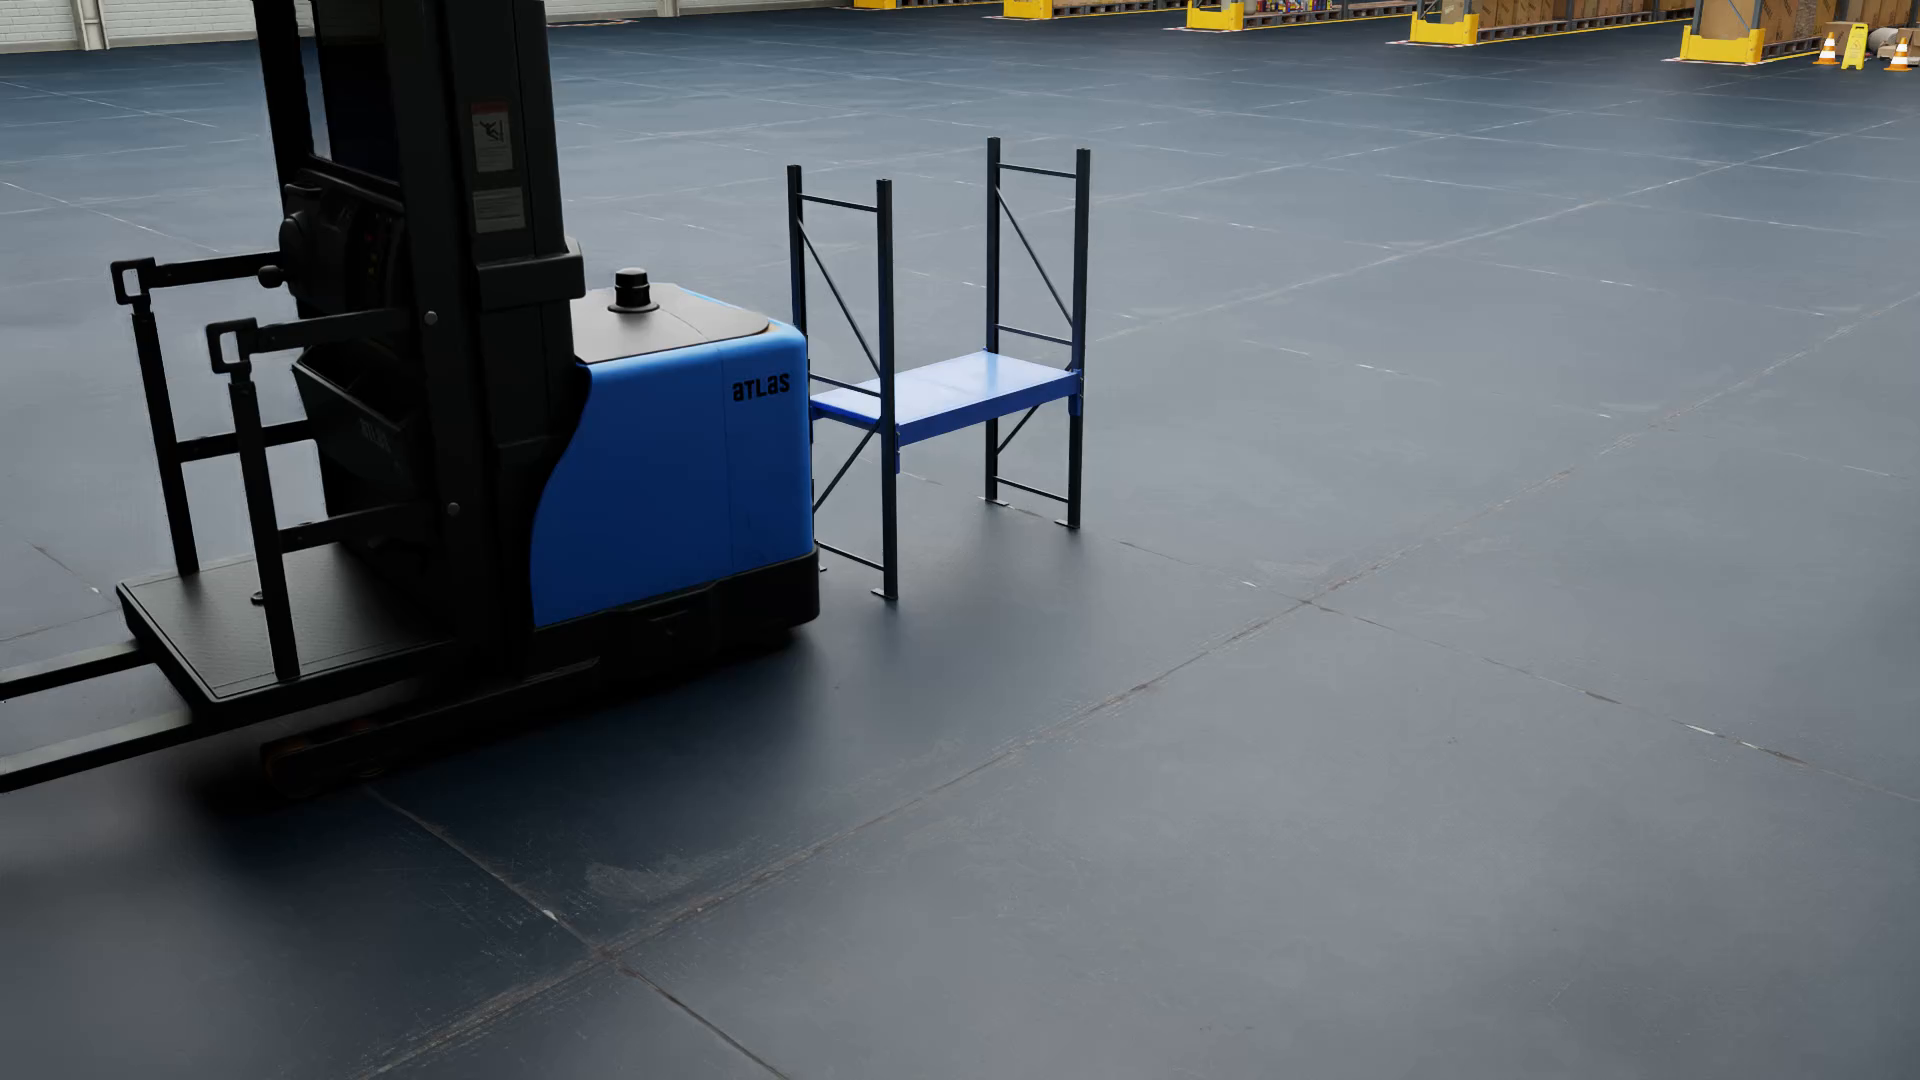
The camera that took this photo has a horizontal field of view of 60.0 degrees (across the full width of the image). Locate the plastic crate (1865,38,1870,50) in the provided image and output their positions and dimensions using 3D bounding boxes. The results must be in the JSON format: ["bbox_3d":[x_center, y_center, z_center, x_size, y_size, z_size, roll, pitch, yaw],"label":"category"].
[{"bbox_3d":[15.668,-8.386,28.050,0.662,0.188,0.450,-6,12,-15],"label":"plastic crate"}]

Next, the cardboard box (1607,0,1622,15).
[{"bbox_3d":[12.937,-10.908,33.643,0.500,0.500,0.700,-17,27,-38],"label":"cardboard box"}]

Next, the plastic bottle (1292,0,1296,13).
[{"bbox_3d":[6.826,-10.957,34.089,0.097,0.271,0.097,0,21,0],"label":"plastic bottle"}]

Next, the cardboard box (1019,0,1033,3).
[{"bbox_3d":[1.645,-11.888,36.570,0.500,0.250,0.500,19,28,41],"label":"cardboard box"}]

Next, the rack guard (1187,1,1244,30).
[{"bbox_3d":[5.048,-10.387,32.903,1.175,0.500,0.348,19,28,41],"label":"rack guard"}]

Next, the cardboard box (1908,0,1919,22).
[{"bbox_3d":[18.318,-10.219,31.881,0.500,0.500,0.500,18,27,38],"label":"cardboard box"}]

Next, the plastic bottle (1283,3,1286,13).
[{"bbox_3d":[6.589,-10.837,33.875,0.097,0.201,0.097,0,21,0],"label":"plastic bottle"}]

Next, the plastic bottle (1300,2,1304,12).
[{"bbox_3d":[7.038,-11.002,34.305,0.097,0.201,0.097,0,21,0],"label":"plastic bottle"}]

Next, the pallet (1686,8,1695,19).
[{"bbox_3d":[15.613,-11.534,36.288,1.003,0.211,1.213,19,28,41],"label":"pallet"}]

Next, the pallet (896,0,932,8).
[{"bbox_3d":[-1.424,-12.920,39.895,1.003,0.211,1.213,19,28,41],"label":"pallet"}]

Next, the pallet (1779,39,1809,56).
[{"bbox_3d":[13.413,-8.251,27.748,1.003,0.211,1.213,19,28,41],"label":"pallet"}]

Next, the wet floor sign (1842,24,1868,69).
[{"bbox_3d":[13.459,-7.414,24.964,0.267,0.644,0.232,14,25,32],"label":"wet floor sign"}]

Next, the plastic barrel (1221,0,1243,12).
[{"bbox_3d":[5.433,-10.746,33.234,0.421,0.512,0.421,0,21,0],"label":"plastic barrel"}]

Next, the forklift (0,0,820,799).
[{"bbox_3d":[-1.953,-0.854,4.711,3.031,2.935,1.130,-16,26,-35],"label":"forklift"}]

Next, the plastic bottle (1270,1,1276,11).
[{"bbox_3d":[6.518,-11.122,34.617,0.097,0.201,0.097,0,21,0],"label":"plastic bottle"}]

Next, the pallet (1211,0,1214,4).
[{"bbox_3d":[6.461,-13.316,40.926,1.003,0.211,1.213,19,28,41],"label":"pallet"}]

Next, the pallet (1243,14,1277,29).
[{"bbox_3d":[5.619,-10.460,33.494,1.003,0.211,1.213,19,28,41],"label":"pallet"}]

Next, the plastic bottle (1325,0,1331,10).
[{"bbox_3d":[7.720,-11.282,34.920,0.133,0.283,0.061,-18,28,-39],"label":"plastic bottle"}]

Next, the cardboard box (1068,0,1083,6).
[{"bbox_3d":[2.362,-11.888,36.569,0.500,0.250,0.500,19,28,41],"label":"cardboard box"}]

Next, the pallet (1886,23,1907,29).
[{"bbox_3d":[17.037,-9.587,31.223,1.003,0.211,1.213,19,28,41],"label":"pallet"}]

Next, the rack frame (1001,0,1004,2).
[{"bbox_3d":[0.721,-15.031,41.499,1.000,3.000,0.127,19,28,41],"label":"rack frame"}]

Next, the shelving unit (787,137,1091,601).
[{"bbox_3d":[-0.060,-0.678,6.248,0.538,1.500,1.048,19,28,41],"label":"shelving unit"}]

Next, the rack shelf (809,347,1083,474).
[{"bbox_3d":[-0.060,-0.510,6.313,0.538,0.185,1.000,19,28,41],"label":"rack shelf"}]

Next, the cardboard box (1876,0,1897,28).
[{"bbox_3d":[16.545,-9.859,30.593,0.750,0.750,1.050,-20,28,-41],"label":"cardboard box"}]

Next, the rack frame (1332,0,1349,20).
[{"bbox_3d":[7.819,-12.551,35.048,1.000,3.000,0.127,19,28,41],"label":"rack frame"}]

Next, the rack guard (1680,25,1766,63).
[{"bbox_3d":[12.044,-7.843,26.283,1.175,0.500,0.348,19,28,41],"label":"rack guard"}]

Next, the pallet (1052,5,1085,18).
[{"bbox_3d":[1.986,-11.669,36.640,1.003,0.211,1.213,19,28,41],"label":"pallet"}]

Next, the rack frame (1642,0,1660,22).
[{"bbox_3d":[14.158,-12.340,34.498,1.000,3.000,0.127,19,28,41],"label":"rack frame"}]

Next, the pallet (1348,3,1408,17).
[{"bbox_3d":[9.190,-11.776,36.918,1.003,0.211,1.213,19,28,41],"label":"pallet"}]

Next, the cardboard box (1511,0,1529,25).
[{"bbox_3d":[10.289,-9.919,31.100,0.500,0.500,0.500,16,26,36],"label":"cardboard box"}]

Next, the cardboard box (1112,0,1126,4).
[{"bbox_3d":[3.412,-12.272,37.569,0.500,0.250,0.500,19,28,41],"label":"cardboard box"}]

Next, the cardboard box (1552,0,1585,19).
[{"bbox_3d":[11.812,-10.502,32.589,0.700,0.500,0.500,17,27,37],"label":"cardboard box"}]

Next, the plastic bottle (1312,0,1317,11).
[{"bbox_3d":[7.359,-11.149,34.573,0.133,0.283,0.061,-18,27,-39],"label":"plastic bottle"}]

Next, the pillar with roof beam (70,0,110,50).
[{"bbox_3d":[-11.673,-11.495,23.938,9.100,9.000,0.400,19,28,41],"label":"pillar with roof beam"}]

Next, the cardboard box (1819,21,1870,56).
[{"bbox_3d":[14.503,-8.223,27.267,0.500,0.500,0.500,-14,25,-33],"label":"cardboard box"}]

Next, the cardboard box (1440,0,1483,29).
[{"bbox_3d":[9.025,-9.469,29.927,0.500,0.500,0.500,-14,25,-32],"label":"cardboard box"}]

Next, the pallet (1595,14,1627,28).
[{"bbox_3d":[12.761,-10.525,33.664,1.003,0.211,1.213,19,28,41],"label":"pallet"}]

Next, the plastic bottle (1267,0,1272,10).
[{"bbox_3d":[6.401,-11.211,34.640,0.185,0.351,0.144,-19,28,-40],"label":"plastic bottle"}]

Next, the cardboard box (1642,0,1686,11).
[{"bbox_3d":[14.655,-11.716,35.252,1.225,0.875,0.875,18,27,38],"label":"cardboard box"}]

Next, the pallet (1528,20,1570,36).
[{"bbox_3d":[10.925,-9.828,31.851,1.003,0.211,1.213,19,28,41],"label":"pallet"}]

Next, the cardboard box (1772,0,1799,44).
[{"bbox_3d":[13.099,-8.638,27.242,0.875,0.875,0.875,19,28,40],"label":"cardboard box"}]

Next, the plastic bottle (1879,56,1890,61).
[{"bbox_3d":[14.674,-7.650,26.392,0.133,0.061,0.283,9,23,23],"label":"plastic bottle"}]

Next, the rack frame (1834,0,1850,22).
[{"bbox_3d":[14.851,-10.044,28.525,1.000,3.000,0.127,19,28,41],"label":"rack frame"}]
